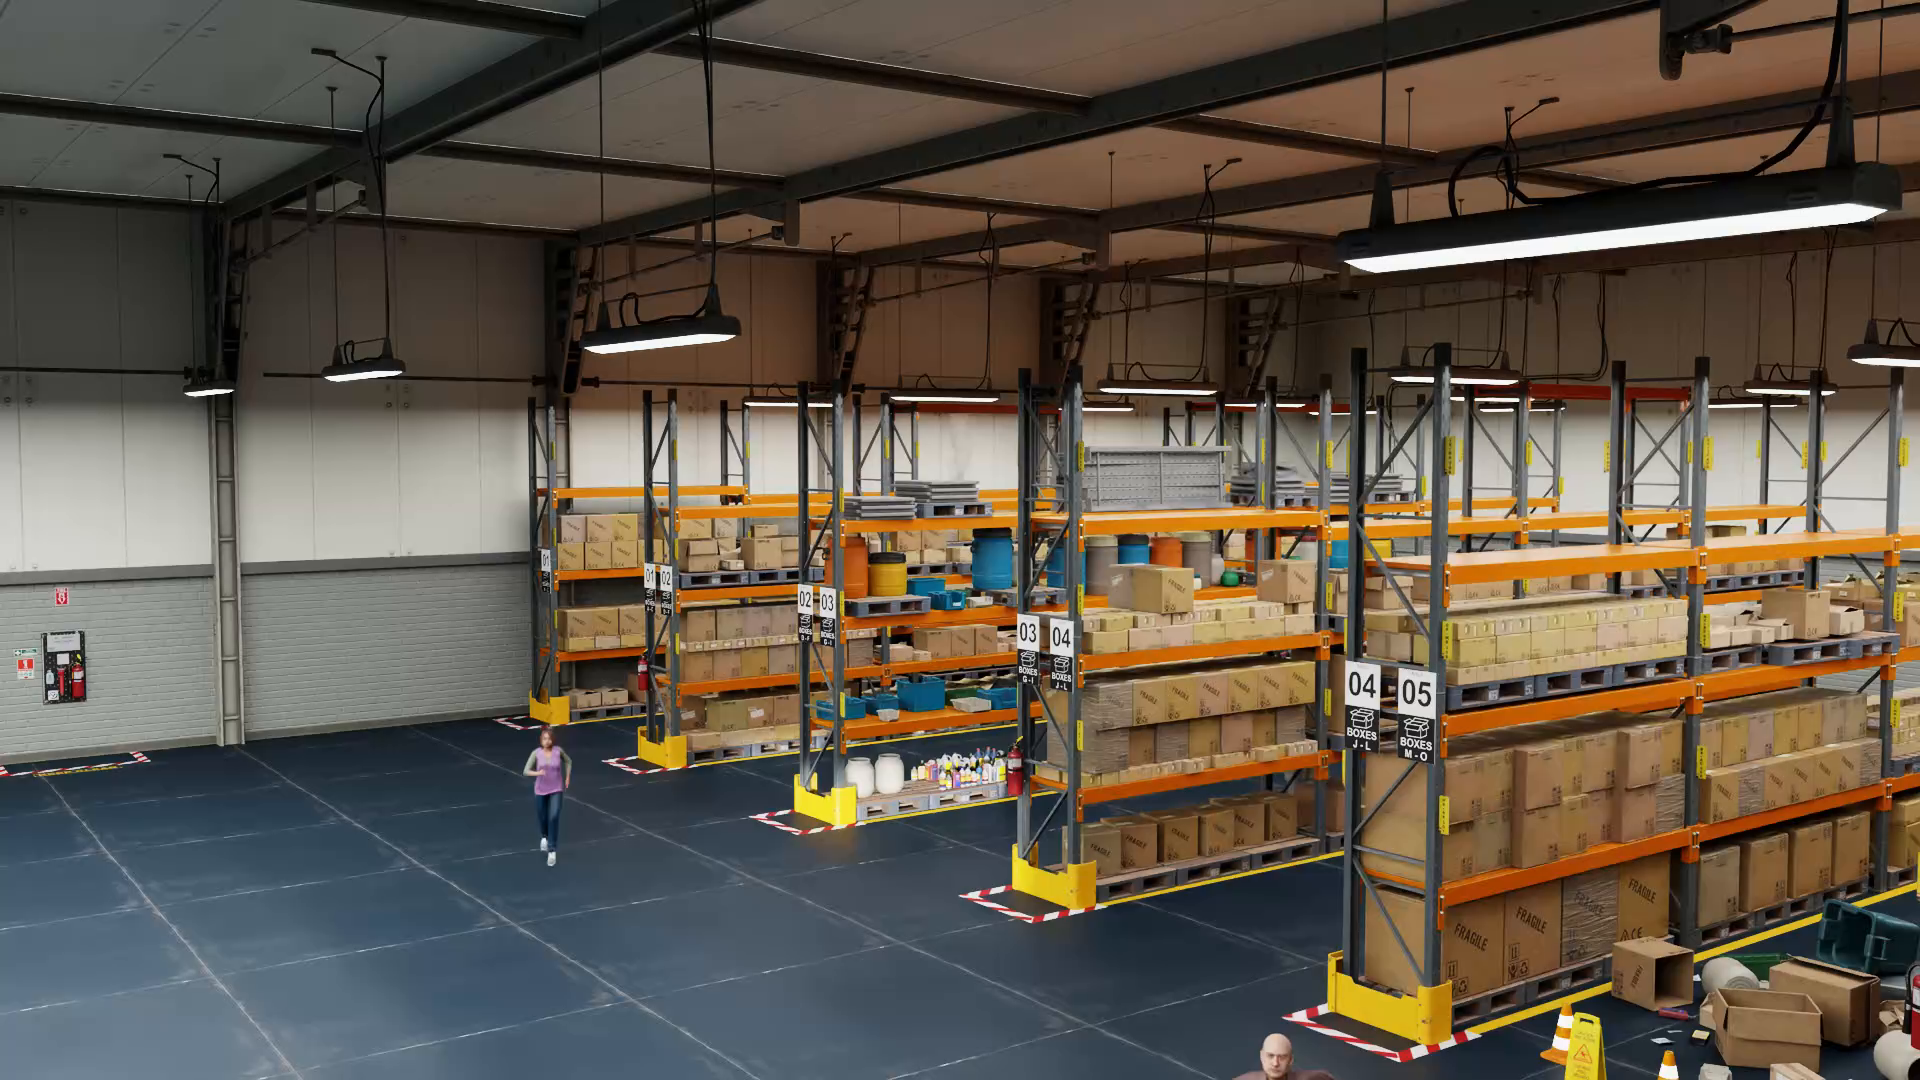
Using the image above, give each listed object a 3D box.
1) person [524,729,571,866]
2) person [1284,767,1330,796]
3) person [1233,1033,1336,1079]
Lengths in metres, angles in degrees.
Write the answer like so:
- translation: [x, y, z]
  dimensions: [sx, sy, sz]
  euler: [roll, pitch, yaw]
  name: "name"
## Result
- translation: [-5.087, 3.141, 20.528]
  dimensions: [0.572, 1.585, 0.830]
  euler: [-1, 3, -14]
  name: "person"
- translation: [4.856, 2.944, 23.369]
  dimensions: [0.958, 1.743, 0.704]
  euler: [-2, 4, -32]
  name: "person"
- translation: [1.893, 3.729, 9.662]
  dimensions: [0.761, 1.717, 0.723]
  euler: [1, 4, 17]
  name: "person"
